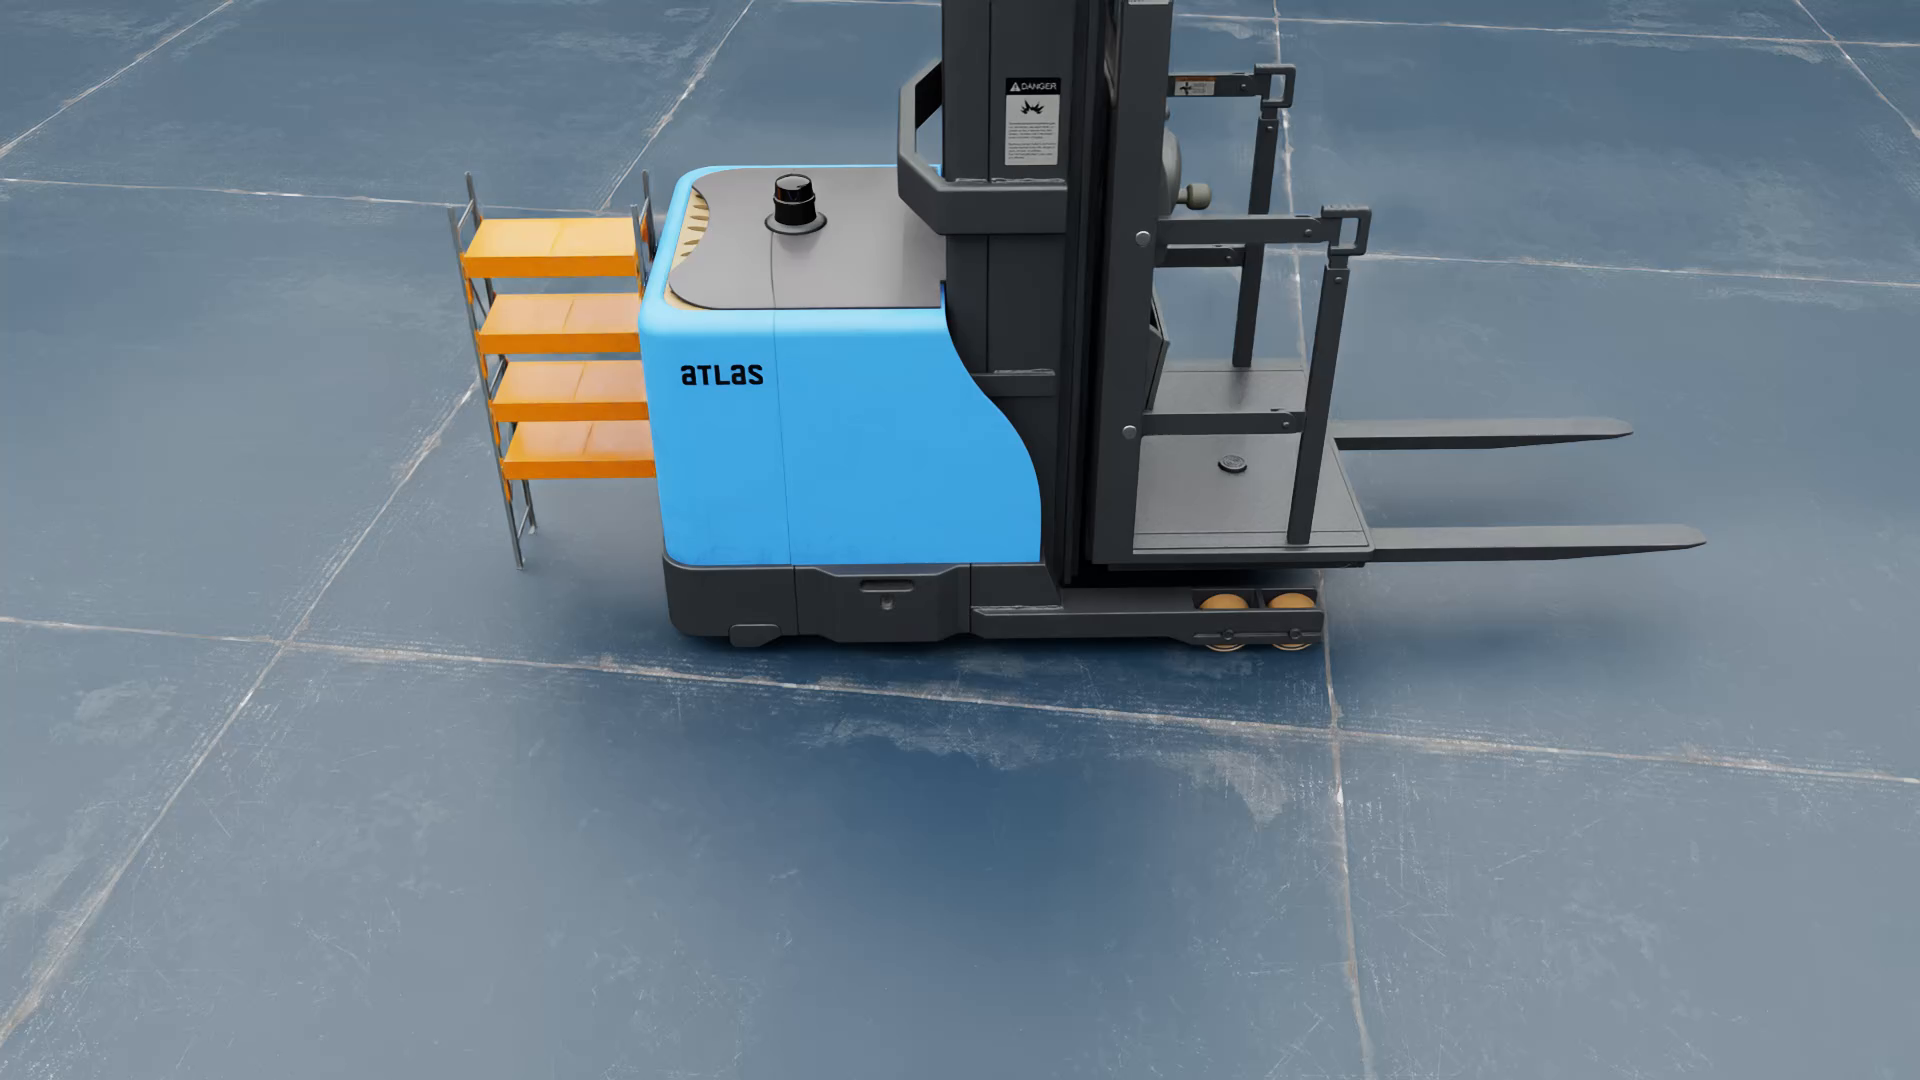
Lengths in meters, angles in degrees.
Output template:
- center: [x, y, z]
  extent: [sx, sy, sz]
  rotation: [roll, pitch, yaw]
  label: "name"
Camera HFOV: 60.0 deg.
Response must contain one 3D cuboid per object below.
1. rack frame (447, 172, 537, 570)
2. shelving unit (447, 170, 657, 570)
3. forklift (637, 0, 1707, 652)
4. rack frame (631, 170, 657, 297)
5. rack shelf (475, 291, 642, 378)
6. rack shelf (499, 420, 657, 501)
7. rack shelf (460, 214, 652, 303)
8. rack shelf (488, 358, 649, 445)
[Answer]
- center: [-1.360, -0.465, 4.869]
  extent: [0.015, 1.200, 0.240]
  rotation: [-1, 36, -1]
  label: "rack frame"
- center: [-1.116, -0.468, 4.872]
  extent: [0.503, 1.200, 0.258]
  rotation: [-1, 36, -1]
  label: "shelving unit"
- center: [0.665, -1.181, 4.381]
  extent: [3.031, 2.935, 1.130]
  rotation: [-1, 36, -1]
  label: "forklift"
- center: [-0.872, -0.472, 4.876]
  extent: [0.015, 1.200, 0.240]
  rotation: [-1, 36, -1]
  label: "rack frame"
- center: [-1.116, -0.596, 4.781]
  extent: [0.480, 0.148, 0.258]
  rotation: [-1, 36, -1]
  label: "rack shelf"
- center: [-1.115, -0.252, 5.027]
  extent: [0.480, 0.148, 0.258]
  rotation: [-1, 36, -1]
  label: "rack shelf"
- center: [-1.116, -0.788, 4.644]
  extent: [0.480, 0.148, 0.258]
  rotation: [-1, 36, -1]
  label: "rack shelf"
- center: [-1.115, -0.414, 4.911]
  extent: [0.480, 0.148, 0.258]
  rotation: [-1, 36, -1]
  label: "rack shelf"
